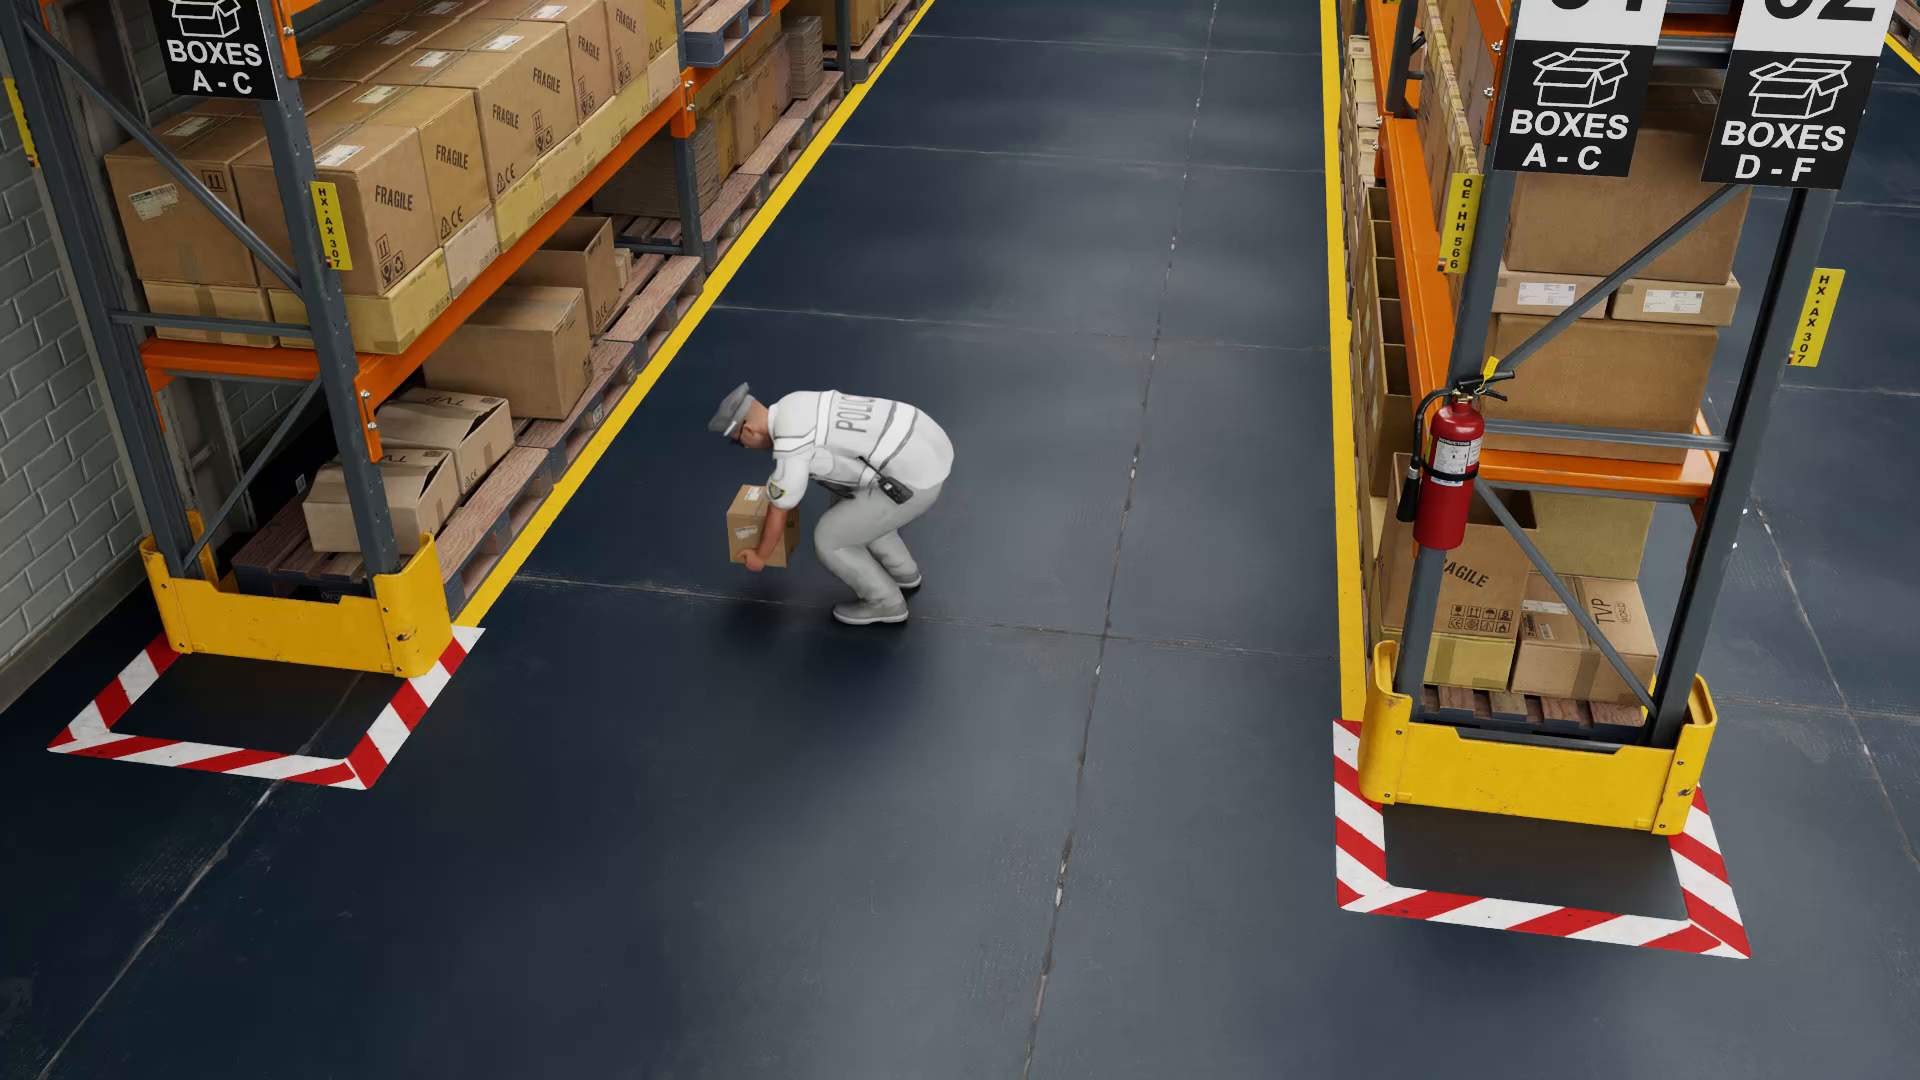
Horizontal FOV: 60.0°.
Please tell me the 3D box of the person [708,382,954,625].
[{"bbox_3d":[-0.542,-0.181,7.100,1.024,1.029,0.544,4,32,6],"label":"person"}]
